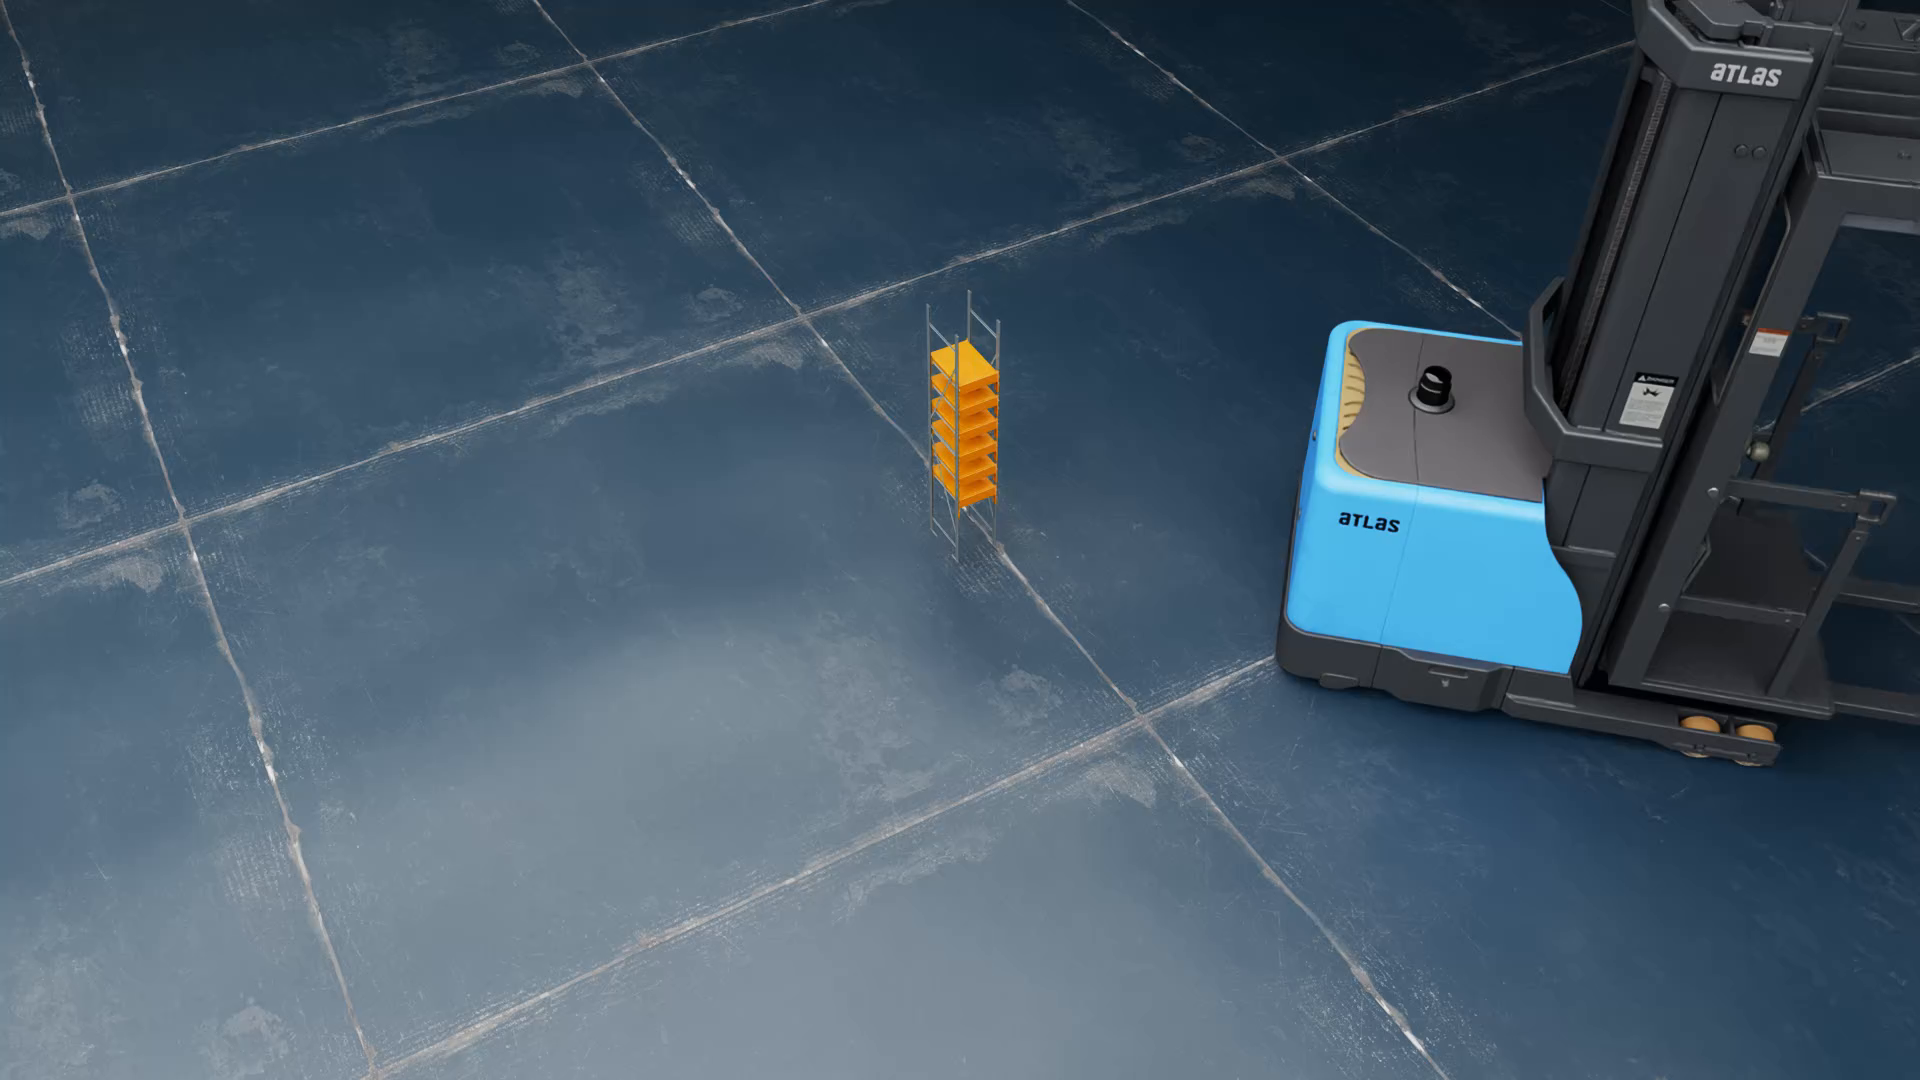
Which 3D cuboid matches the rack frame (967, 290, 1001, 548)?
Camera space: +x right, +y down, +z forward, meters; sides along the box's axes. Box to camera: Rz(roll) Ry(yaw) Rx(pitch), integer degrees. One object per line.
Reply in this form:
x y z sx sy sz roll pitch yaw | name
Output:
0.092 -0.467 6.799 0.006 1.200 0.240 -22 48 -21 | rack frame

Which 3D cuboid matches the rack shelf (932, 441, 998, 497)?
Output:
0.013 -0.318 6.881 0.180 0.103 0.258 -22 48 -21 | rack shelf

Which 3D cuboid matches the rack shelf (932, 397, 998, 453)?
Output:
0.013 -0.490 6.714 0.180 0.103 0.258 -22 48 -21 | rack shelf

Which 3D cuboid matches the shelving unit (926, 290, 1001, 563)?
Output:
0.013 -0.436 6.767 0.189 1.200 0.258 -22 48 -21 | shelving unit

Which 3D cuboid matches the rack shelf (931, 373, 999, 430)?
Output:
0.013 -0.576 6.631 0.180 0.103 0.258 -22 48 -21 | rack shelf

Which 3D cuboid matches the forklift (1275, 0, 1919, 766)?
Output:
2.825 -0.604 5.697 3.031 2.935 1.130 9 45 9 | forklift

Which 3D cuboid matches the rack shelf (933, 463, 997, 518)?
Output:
0.013 -0.231 6.965 0.180 0.103 0.258 -22 48 -21 | rack shelf

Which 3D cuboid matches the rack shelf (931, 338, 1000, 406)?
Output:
0.013 -0.662 6.547 0.180 0.103 0.258 -22 48 -21 | rack shelf

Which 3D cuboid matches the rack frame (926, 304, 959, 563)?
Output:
-0.067 -0.404 6.734 0.006 1.200 0.240 -22 48 -21 | rack frame

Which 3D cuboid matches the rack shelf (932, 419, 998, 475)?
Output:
0.013 -0.404 6.798 0.180 0.103 0.258 -22 48 -21 | rack shelf
